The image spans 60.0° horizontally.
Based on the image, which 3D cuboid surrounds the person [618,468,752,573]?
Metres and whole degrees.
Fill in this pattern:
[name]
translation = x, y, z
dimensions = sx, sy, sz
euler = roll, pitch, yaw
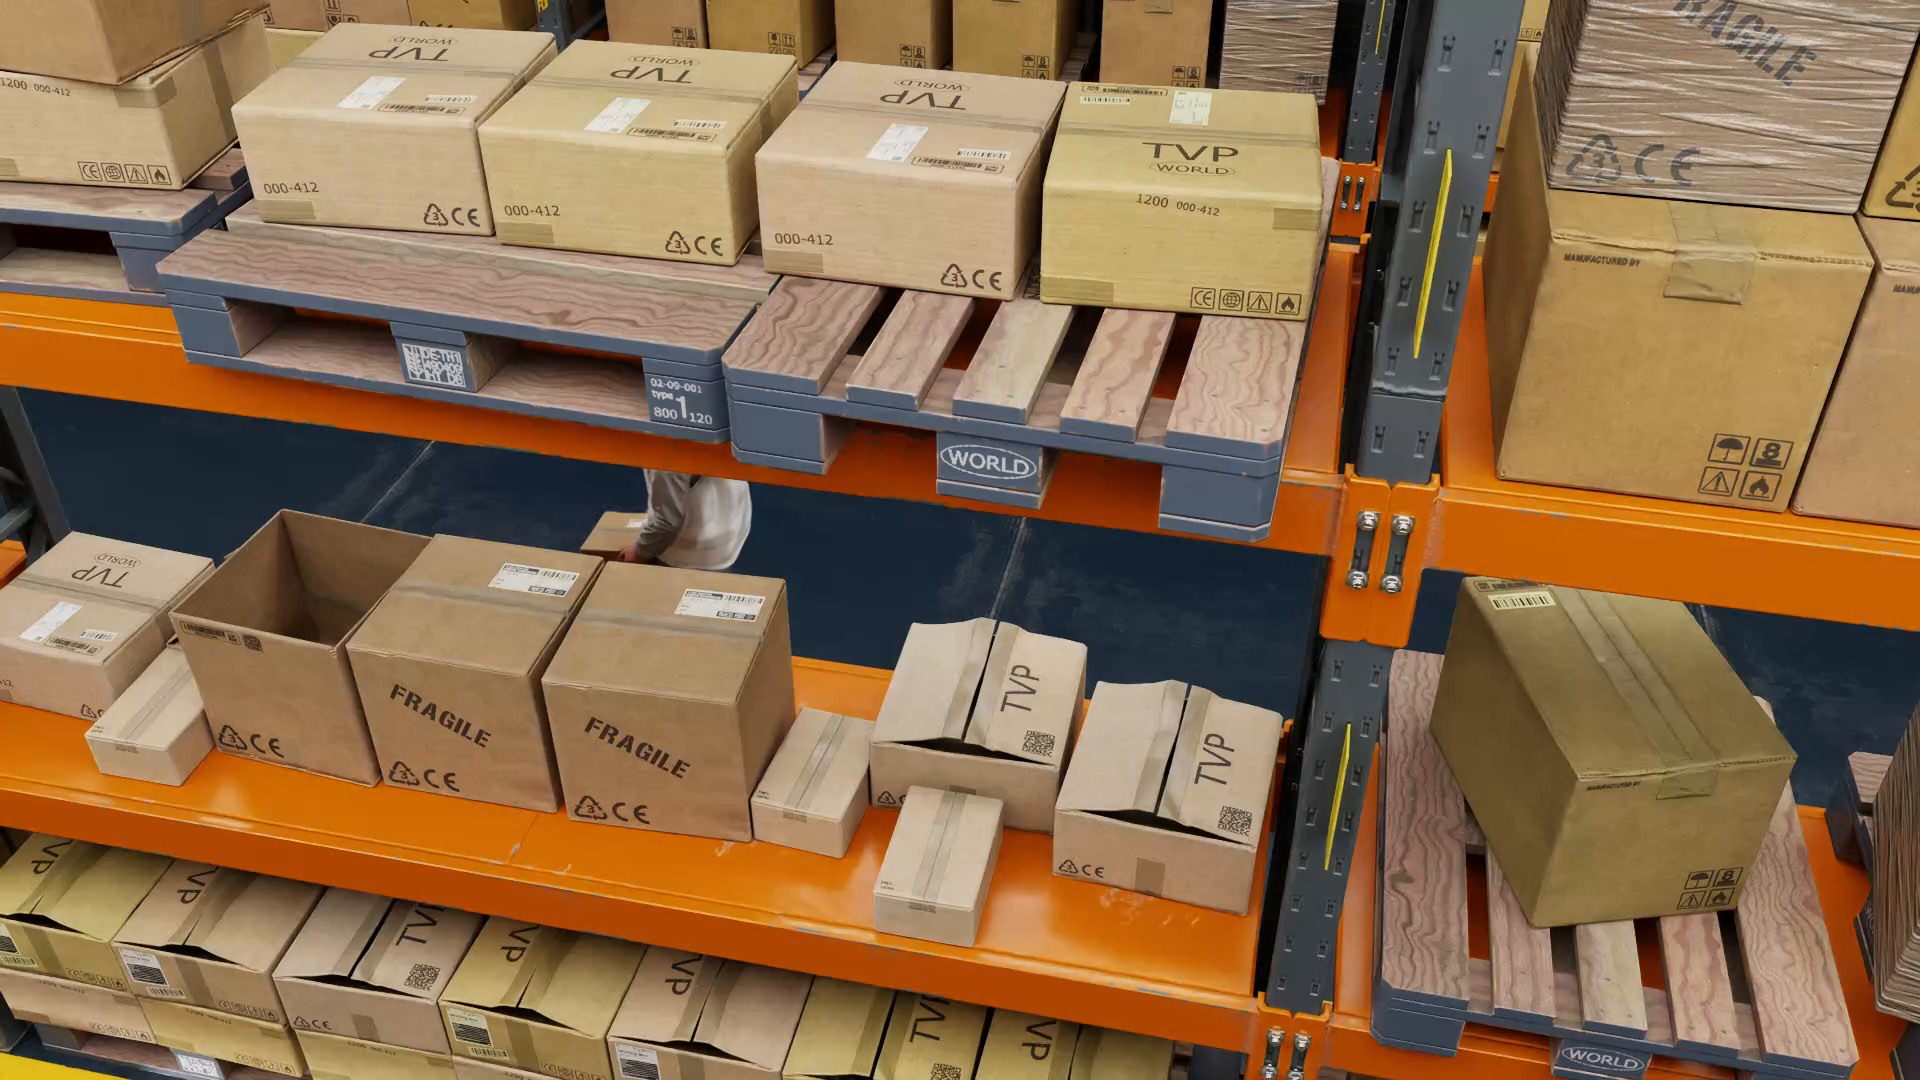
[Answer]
[person]
translation = -0.999, -0.015, 6.140
dimensions = 0.458, 1.779, 0.548
euler = 7, 37, 9
